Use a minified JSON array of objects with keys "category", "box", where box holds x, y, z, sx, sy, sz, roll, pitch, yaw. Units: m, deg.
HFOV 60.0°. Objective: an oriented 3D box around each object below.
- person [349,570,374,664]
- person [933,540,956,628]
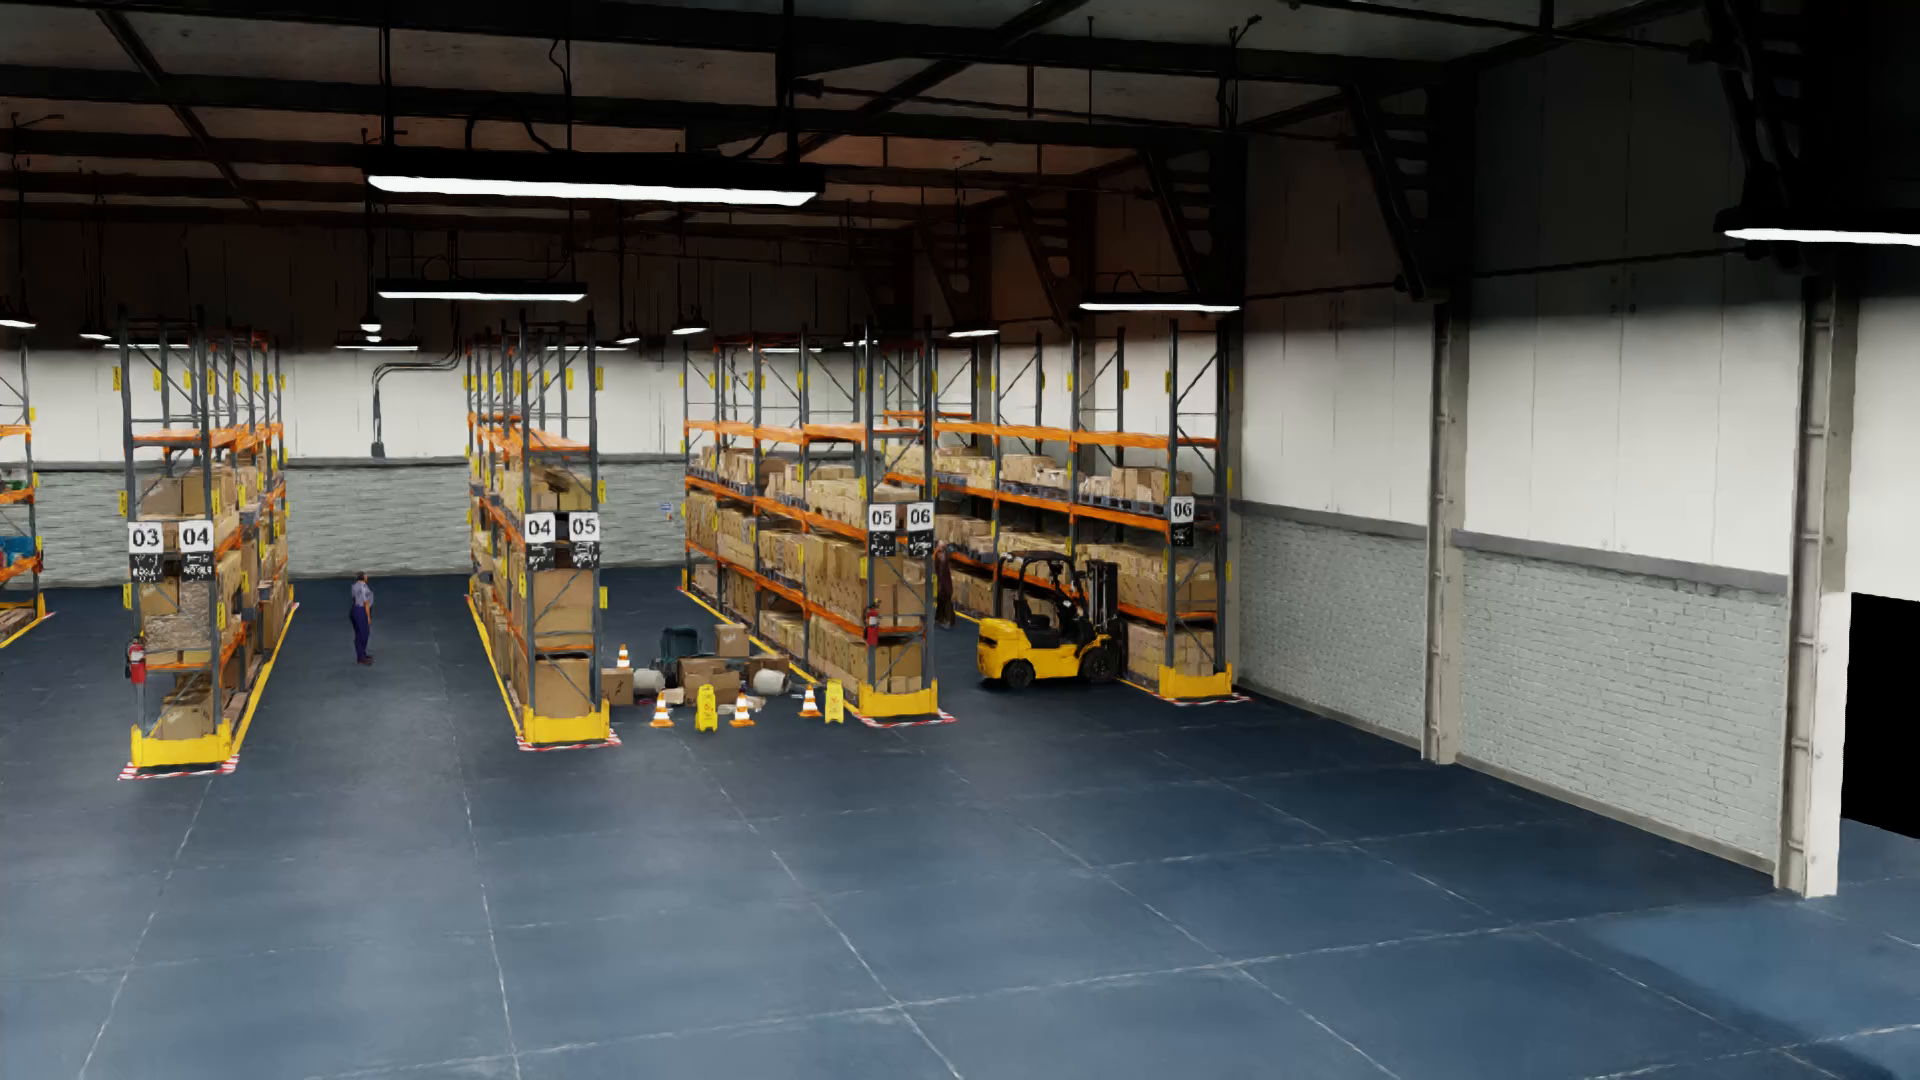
[{"category":"person","box":[-10.639,1.361,29.690,0.578,1.646,0.445,5,8,45]},{"category":"person","box":[-0.386,0.883,33.922,0.637,1.775,0.675,0,5,2]}]
